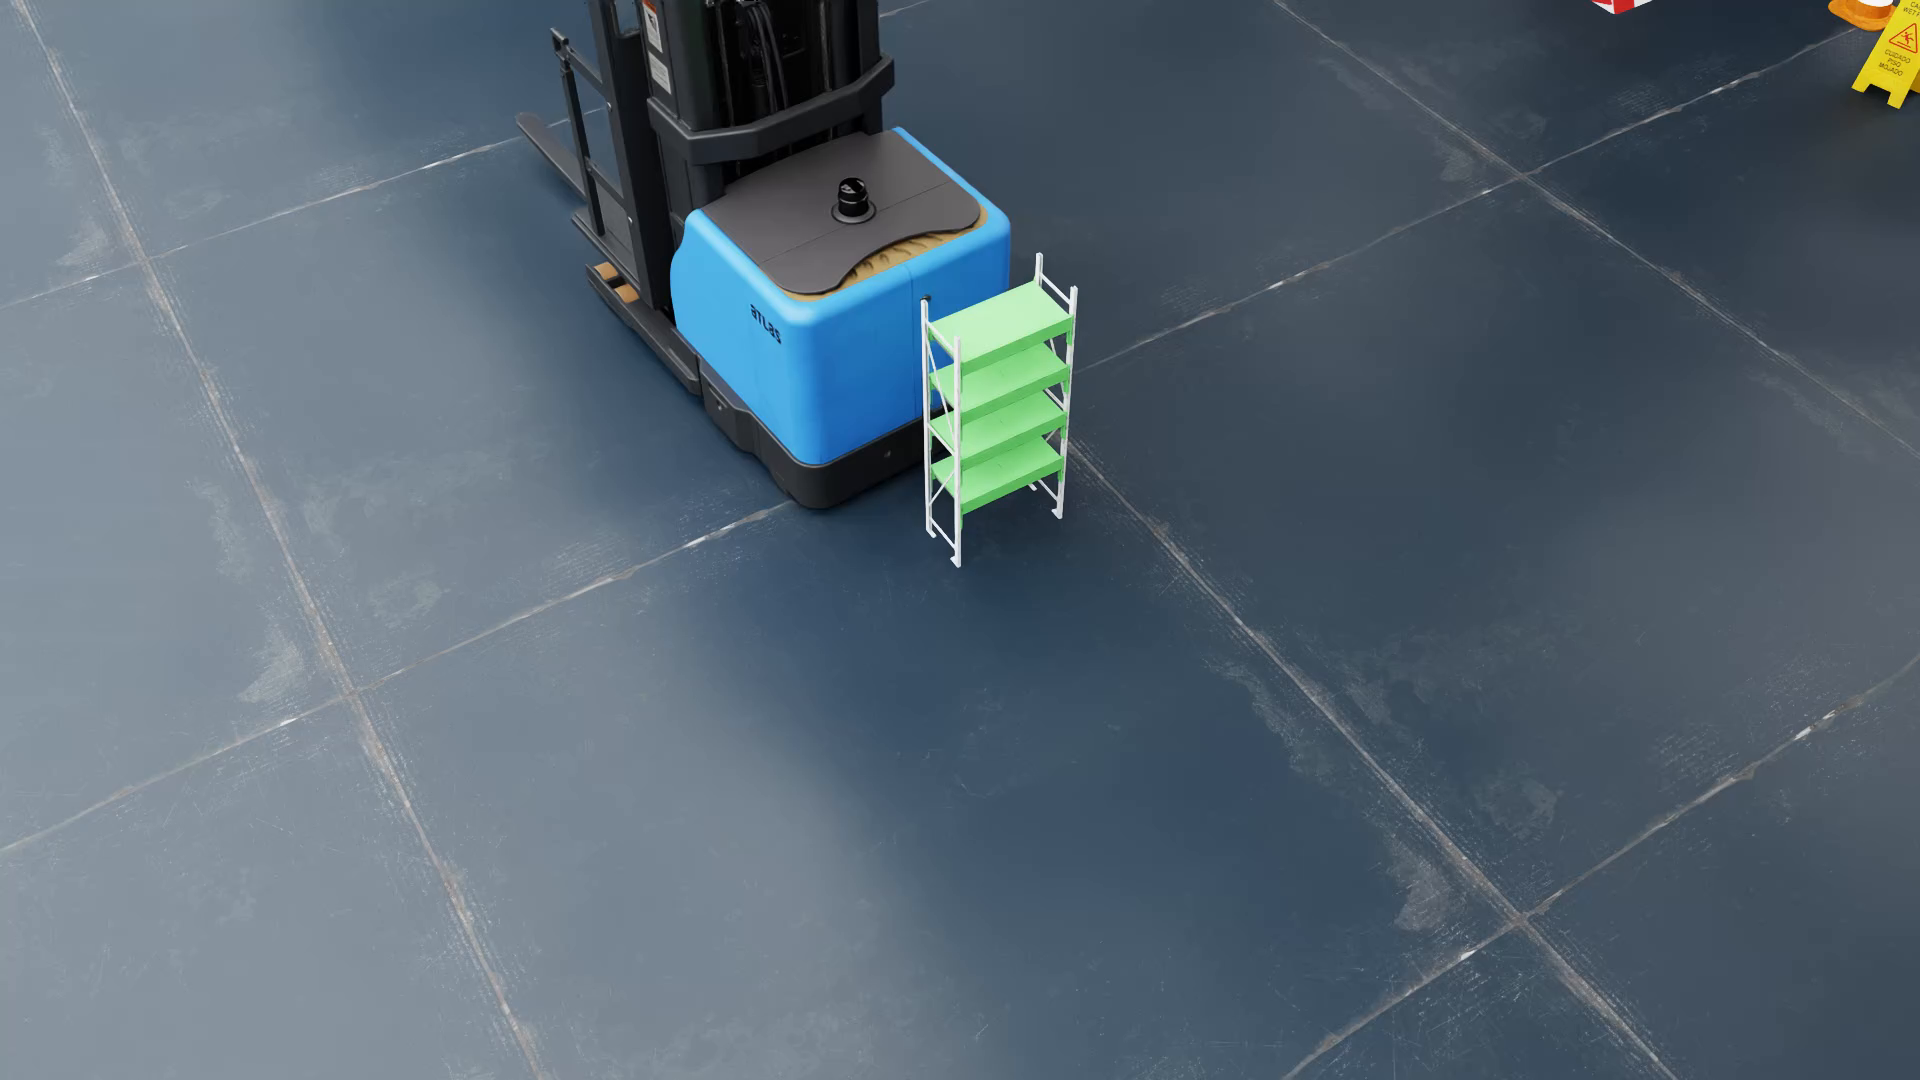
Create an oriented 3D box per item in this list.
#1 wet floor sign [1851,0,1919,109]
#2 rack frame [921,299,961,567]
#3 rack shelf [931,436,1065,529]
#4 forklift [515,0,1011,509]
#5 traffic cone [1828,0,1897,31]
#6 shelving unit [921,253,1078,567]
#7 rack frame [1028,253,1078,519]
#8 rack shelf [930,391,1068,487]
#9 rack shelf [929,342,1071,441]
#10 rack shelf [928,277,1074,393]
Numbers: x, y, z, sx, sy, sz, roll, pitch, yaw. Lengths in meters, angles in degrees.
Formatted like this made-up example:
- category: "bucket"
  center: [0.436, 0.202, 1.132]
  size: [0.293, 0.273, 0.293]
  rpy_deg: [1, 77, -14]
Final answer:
- category: "wet floor sign"
  center: [4.910, -2.600, 8.578]
  size: [0.232, 0.644, 0.267]
  rpy_deg: [-34, 57, -27]
- category: "rack frame"
  center: [-0.066, -0.368, 6.219]
  size: [0.015, 1.200, 0.240]
  rpy_deg: [-25, 53, -21]
- category: "rack shelf"
  center: [0.140, -0.263, 6.533]
  size: [0.480, 0.148, 0.258]
  rpy_deg: [-25, 53, -21]
- category: "forklift"
  center: [-1.058, -2.166, 6.662]
  size: [1.130, 2.935, 3.031]
  rpy_deg: [-28, 54, -23]
- category: "traffic cone"
  center: [5.085, -3.116, 9.160]
  size: [0.334, 0.463, 0.336]
  rpy_deg: [-25, 53, -21]
- category: "shelving unit"
  center: [0.140, -0.465, 6.306]
  size: [0.503, 1.200, 0.258]
  rpy_deg: [-25, 53, -21]
- category: "rack frame"
  center: [0.346, -0.562, 6.393]
  size: [0.015, 1.200, 0.240]
  rpy_deg: [-25, 53, -21]
- category: "rack shelf"
  center: [0.140, -0.422, 6.354]
  size: [0.480, 0.148, 0.258]
  rpy_deg: [-25, 53, -21]
- category: "rack shelf"
  center: [0.140, -0.582, 6.174]
  size: [0.480, 0.148, 0.258]
  rpy_deg: [-25, 53, -21]
- category: "rack shelf"
  center: [0.140, -0.742, 5.995]
  size: [0.480, 0.148, 0.258]
  rpy_deg: [-25, 53, -21]
